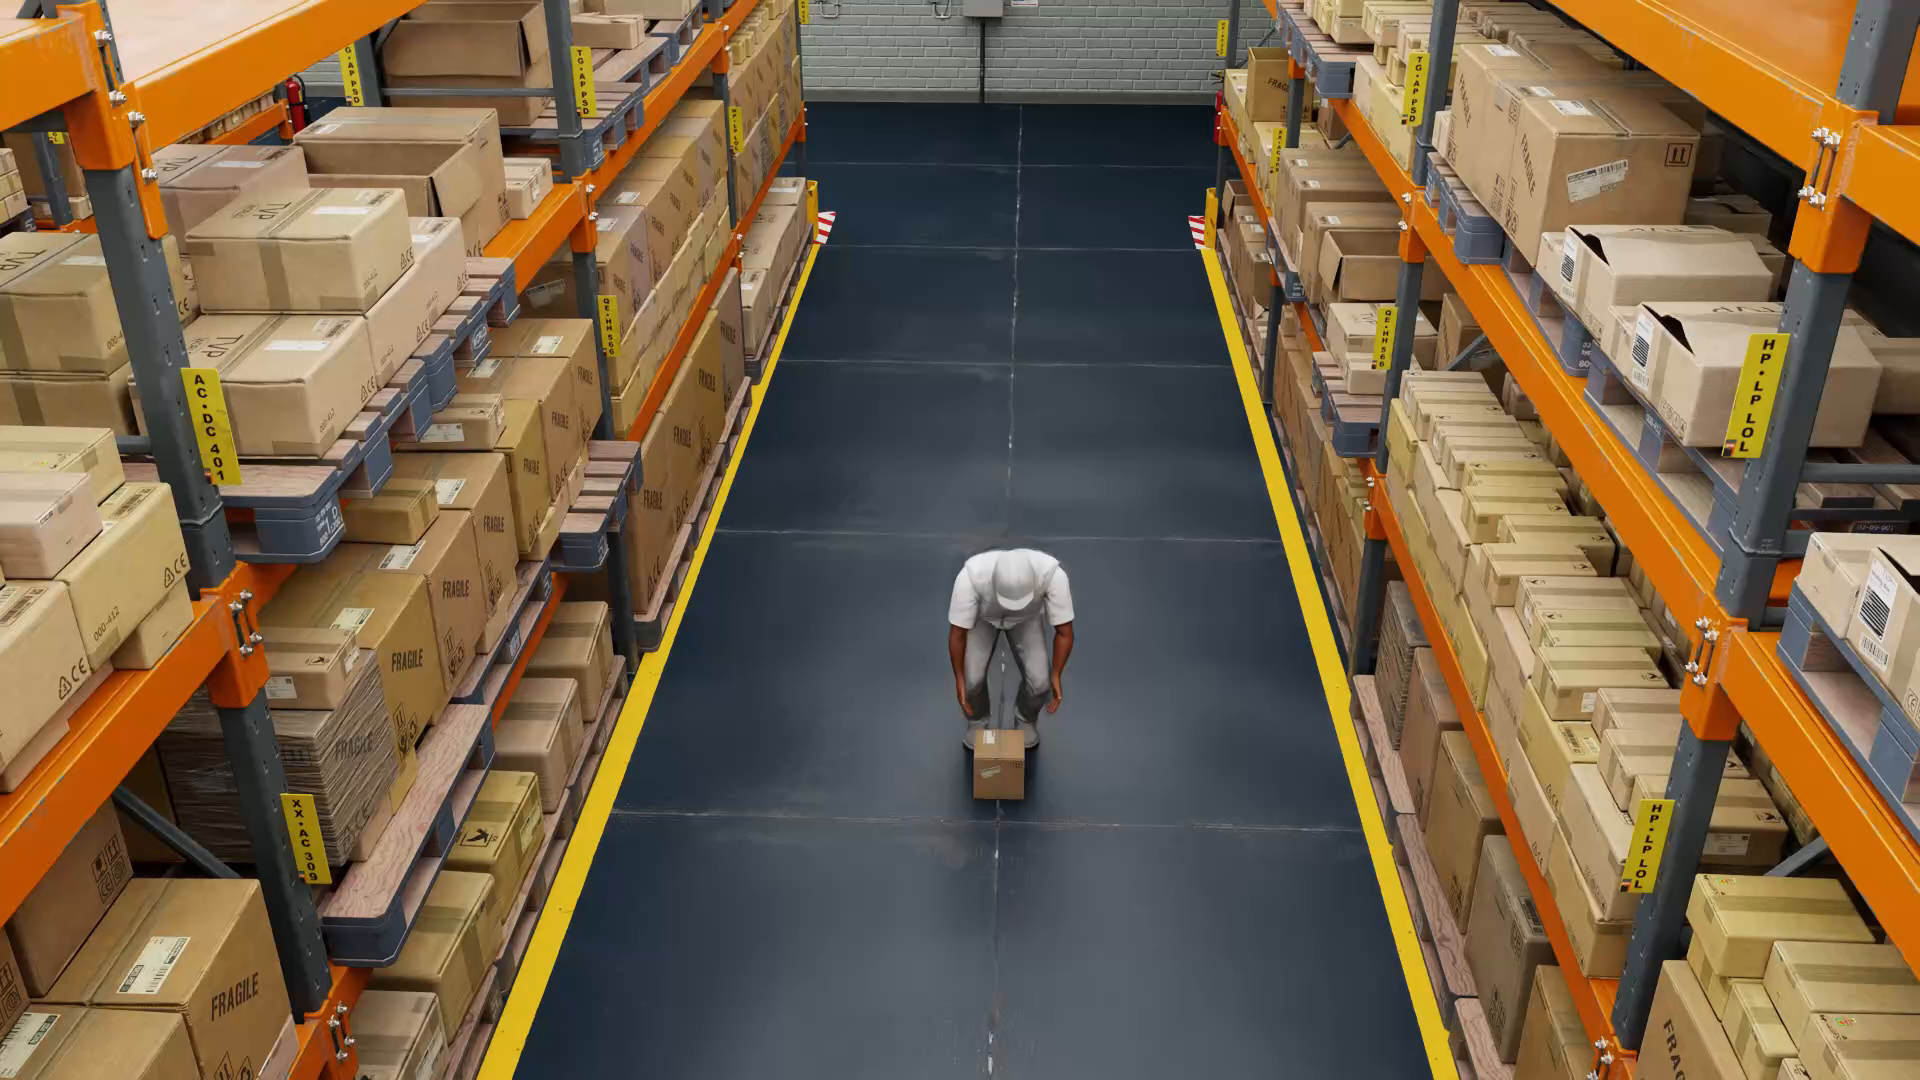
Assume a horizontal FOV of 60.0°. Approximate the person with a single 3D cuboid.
[{"bbox_3d":[0.258,0.492,8.416,0.627,1.283,0.817,1,28,2],"label":"person"}]
